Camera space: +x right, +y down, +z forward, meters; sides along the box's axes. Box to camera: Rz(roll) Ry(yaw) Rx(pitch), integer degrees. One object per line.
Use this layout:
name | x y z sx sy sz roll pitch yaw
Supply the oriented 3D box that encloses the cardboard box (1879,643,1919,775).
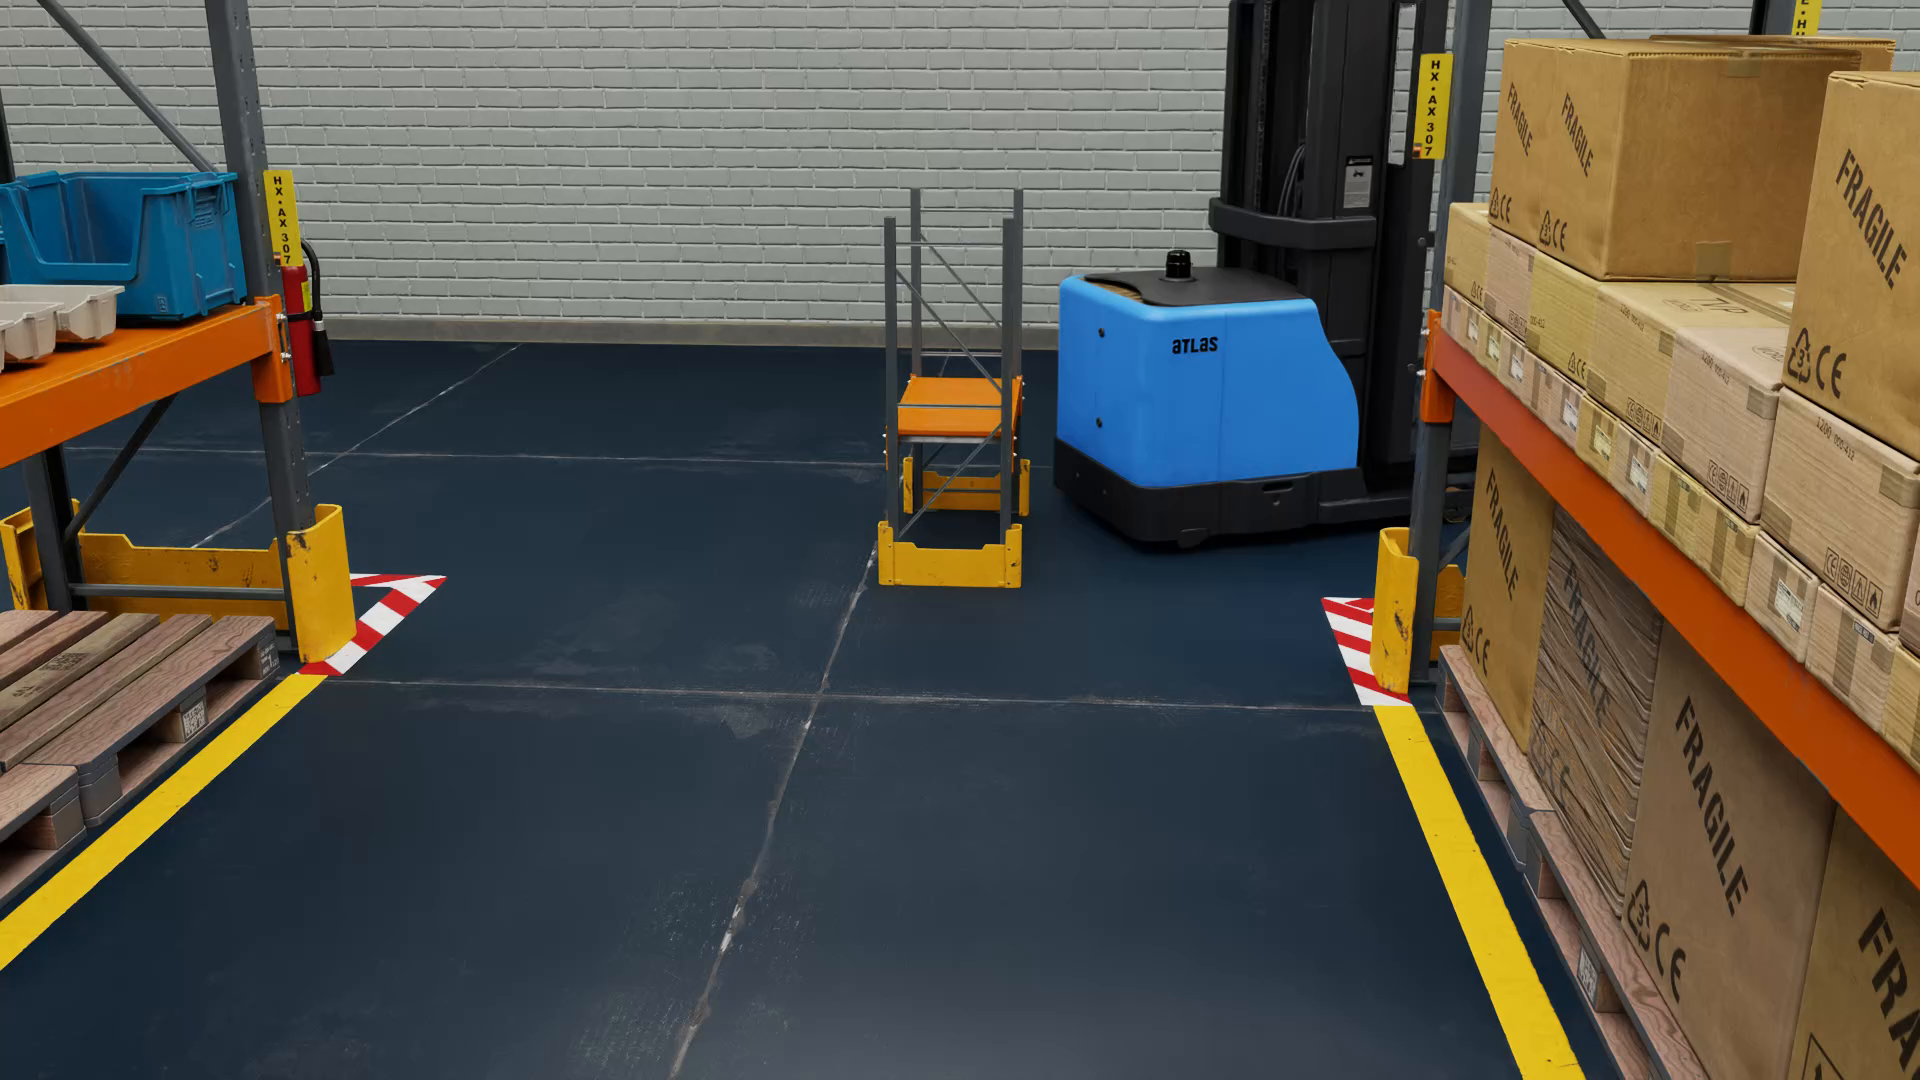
cardboard box | 1.492 0.256 2.227 0.380 0.149 0.250 2 18 5

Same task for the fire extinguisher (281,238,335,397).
fire extinguisher | -2.411 -0.857 5.943 0.296 0.674 0.183 1 18 4

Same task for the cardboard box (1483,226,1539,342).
cardboard box | 1.731 -0.689 4.471 0.500 0.250 0.500 1 18 3

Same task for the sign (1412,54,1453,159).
sign | 1.512 -1.387 5.320 0.100 0.325 0.005 1 18 4

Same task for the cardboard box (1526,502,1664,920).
cardboard box | 2.034 0.370 4.214 0.875 0.875 0.875 1 18 4

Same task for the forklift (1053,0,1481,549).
forklift | 2.022 -1.618 7.653 3.031 2.935 1.130 -6 19 -19

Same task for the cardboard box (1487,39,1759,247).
cardboard box | 1.726 -1.051 4.373 0.500 0.500 0.500 1 18 3

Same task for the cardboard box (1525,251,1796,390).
cardboard box | 1.691 -0.533 3.995 0.500 0.250 0.500 1 18 2

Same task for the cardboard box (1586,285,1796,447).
cardboard box | 1.659 -0.371 3.500 0.500 0.250 0.500 1 18 3

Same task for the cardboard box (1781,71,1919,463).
cardboard box | 1.585 -0.412 2.421 0.500 0.500 0.500 1 18 4

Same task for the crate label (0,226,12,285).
crate label | -3.221 -0.914 5.566 0.416 0.233 0.303 1 18 4

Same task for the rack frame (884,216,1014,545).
rack frame | -0.043 -0.528 6.627 0.500 1.500 0.032 1 18 4

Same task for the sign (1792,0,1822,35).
sign | 2.606 -1.570 5.156 0.100 0.325 0.005 1 18 4

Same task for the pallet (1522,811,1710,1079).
pallet | 1.996 1.030 3.941 1.003 0.211 1.213 1 18 4

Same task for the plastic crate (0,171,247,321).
plastic crate | -2.713 -0.971 5.416 0.616 0.435 0.499 1 18 4

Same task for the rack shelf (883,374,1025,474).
rack shelf | -0.006 -0.515 7.165 0.538 0.185 1.000 1 18 4

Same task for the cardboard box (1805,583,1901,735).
cardboard box | 1.510 0.177 2.470 0.380 0.149 0.250 1 18 3

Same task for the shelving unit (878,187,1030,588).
shelving unit | -0.005 -0.689 7.117 0.587 1.500 1.083 1 18 4

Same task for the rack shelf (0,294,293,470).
rack shelf | -3.018 -0.071 3.977 1.077 0.370 4.000 1 18 4

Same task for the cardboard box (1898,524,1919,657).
cardboard box | 1.548 0.106 2.046 0.500 0.250 0.500 1 18 3

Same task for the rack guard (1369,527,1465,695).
rack guard | 2.067 0.257 5.836 1.175 0.500 0.348 1 18 4

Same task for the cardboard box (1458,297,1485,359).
cardboard box | 1.694 -0.621 4.905 0.380 0.149 0.250 1 18 3

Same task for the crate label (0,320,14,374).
crate label | -2.784 -0.503 4.468 0.396 0.136 0.243 1 18 4

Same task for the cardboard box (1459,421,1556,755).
cardboard box | 2.099 0.087 5.077 0.875 0.875 0.875 1 18 4

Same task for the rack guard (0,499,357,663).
rack guard | -2.886 0.146 6.174 1.175 0.500 0.348 1 18 4

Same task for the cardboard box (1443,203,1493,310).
cardboard box | 1.762 -0.850 4.964 0.500 0.250 0.500 1 18 2

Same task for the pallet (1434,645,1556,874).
pallet | 2.086 0.652 5.095 1.003 0.211 1.213 1 18 4

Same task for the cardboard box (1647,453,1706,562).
cardboard box | 1.565 -0.063 3.201 0.380 0.149 0.250 1 18 3

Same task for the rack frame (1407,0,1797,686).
rack frame | 2.065 -0.923 5.424 1.000 3.000 0.127 1 18 4

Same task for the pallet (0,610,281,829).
pallet | -2.973 0.546 5.416 1.003 0.211 1.213 1 18 4

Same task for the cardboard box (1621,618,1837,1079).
cardboard box | 1.970 0.646 3.371 0.875 0.875 0.875 1 18 4

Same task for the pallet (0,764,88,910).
pallet | -3.063 0.924 4.263 1.003 0.211 1.213 1 18 4

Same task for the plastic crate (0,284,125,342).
plastic crate | -2.753 -0.680 5.008 0.396 0.136 0.243 1 18 4

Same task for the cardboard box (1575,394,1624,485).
cardboard box | 1.602 -0.223 3.691 0.380 0.149 0.250 1 18 3

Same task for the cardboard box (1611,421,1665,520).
cardboard box | 1.585 -0.142 3.442 0.380 0.149 0.250 2 18 5

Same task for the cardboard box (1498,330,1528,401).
cardboard box | 1.658 -0.461 4.416 0.380 0.149 0.250 1 18 3

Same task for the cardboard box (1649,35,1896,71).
cardboard box | 2.293 -1.193 4.804 0.500 0.500 0.500 2 18 5

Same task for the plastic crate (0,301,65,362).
plastic crate | -2.788 -0.590 4.734 0.396 0.136 0.243 1 18 4

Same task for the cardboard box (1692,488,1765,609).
cardboard box | 1.547 0.017 2.958 0.380 0.149 0.250 2 18 5

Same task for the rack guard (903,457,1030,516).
rack guard | 0.030 -0.250 7.784 0.587 0.250 0.087 1 18 4

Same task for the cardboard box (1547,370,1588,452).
cardboard box | 1.621 -0.302 3.930 0.380 0.149 0.250 1 18 3

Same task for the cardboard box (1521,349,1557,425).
cardboard box | 1.639 -0.382 4.175 0.380 0.149 0.250 1 18 3

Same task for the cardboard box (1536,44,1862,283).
cardboard box | 1.695 -0.890 3.882 0.500 0.500 0.500 1 18 2

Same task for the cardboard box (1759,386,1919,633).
cardboard box | 1.583 -0.055 2.536 0.500 0.250 0.500 2 18 6

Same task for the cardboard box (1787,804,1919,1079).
cardboard box | 1.906 0.926 2.518 0.875 0.875 0.875 1 18 4

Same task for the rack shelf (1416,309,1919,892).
rack shelf | 1.922 0.040 3.640 1.077 0.370 4.000 1 18 4

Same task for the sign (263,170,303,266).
sign | -2.325 -1.104 5.714 0.100 0.325 0.005 1 18 4

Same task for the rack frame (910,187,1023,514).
rack frame | 0.030 -0.844 7.590 0.500 1.500 0.032 1 18 4

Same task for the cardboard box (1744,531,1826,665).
cardboard box | 1.529 0.097 2.714 0.380 0.149 0.250 2 18 5

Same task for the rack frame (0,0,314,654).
rack frame | -2.875 -1.034 5.761 1.000 3.000 0.127 1 18 4

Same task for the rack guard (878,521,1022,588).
rack guard | -0.041 0.060 6.840 0.587 0.250 0.087 1 18 4

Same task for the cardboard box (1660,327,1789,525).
cardboard box | 1.620 -0.213 3.020 0.500 0.250 0.500 2 18 5

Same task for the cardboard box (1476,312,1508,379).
cardboard box | 1.676 -0.542 4.663 0.380 0.149 0.250 1 18 3

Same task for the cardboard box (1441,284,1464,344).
cardboard box | 1.711 -0.701 5.149 0.380 0.149 0.250 1 18 5
